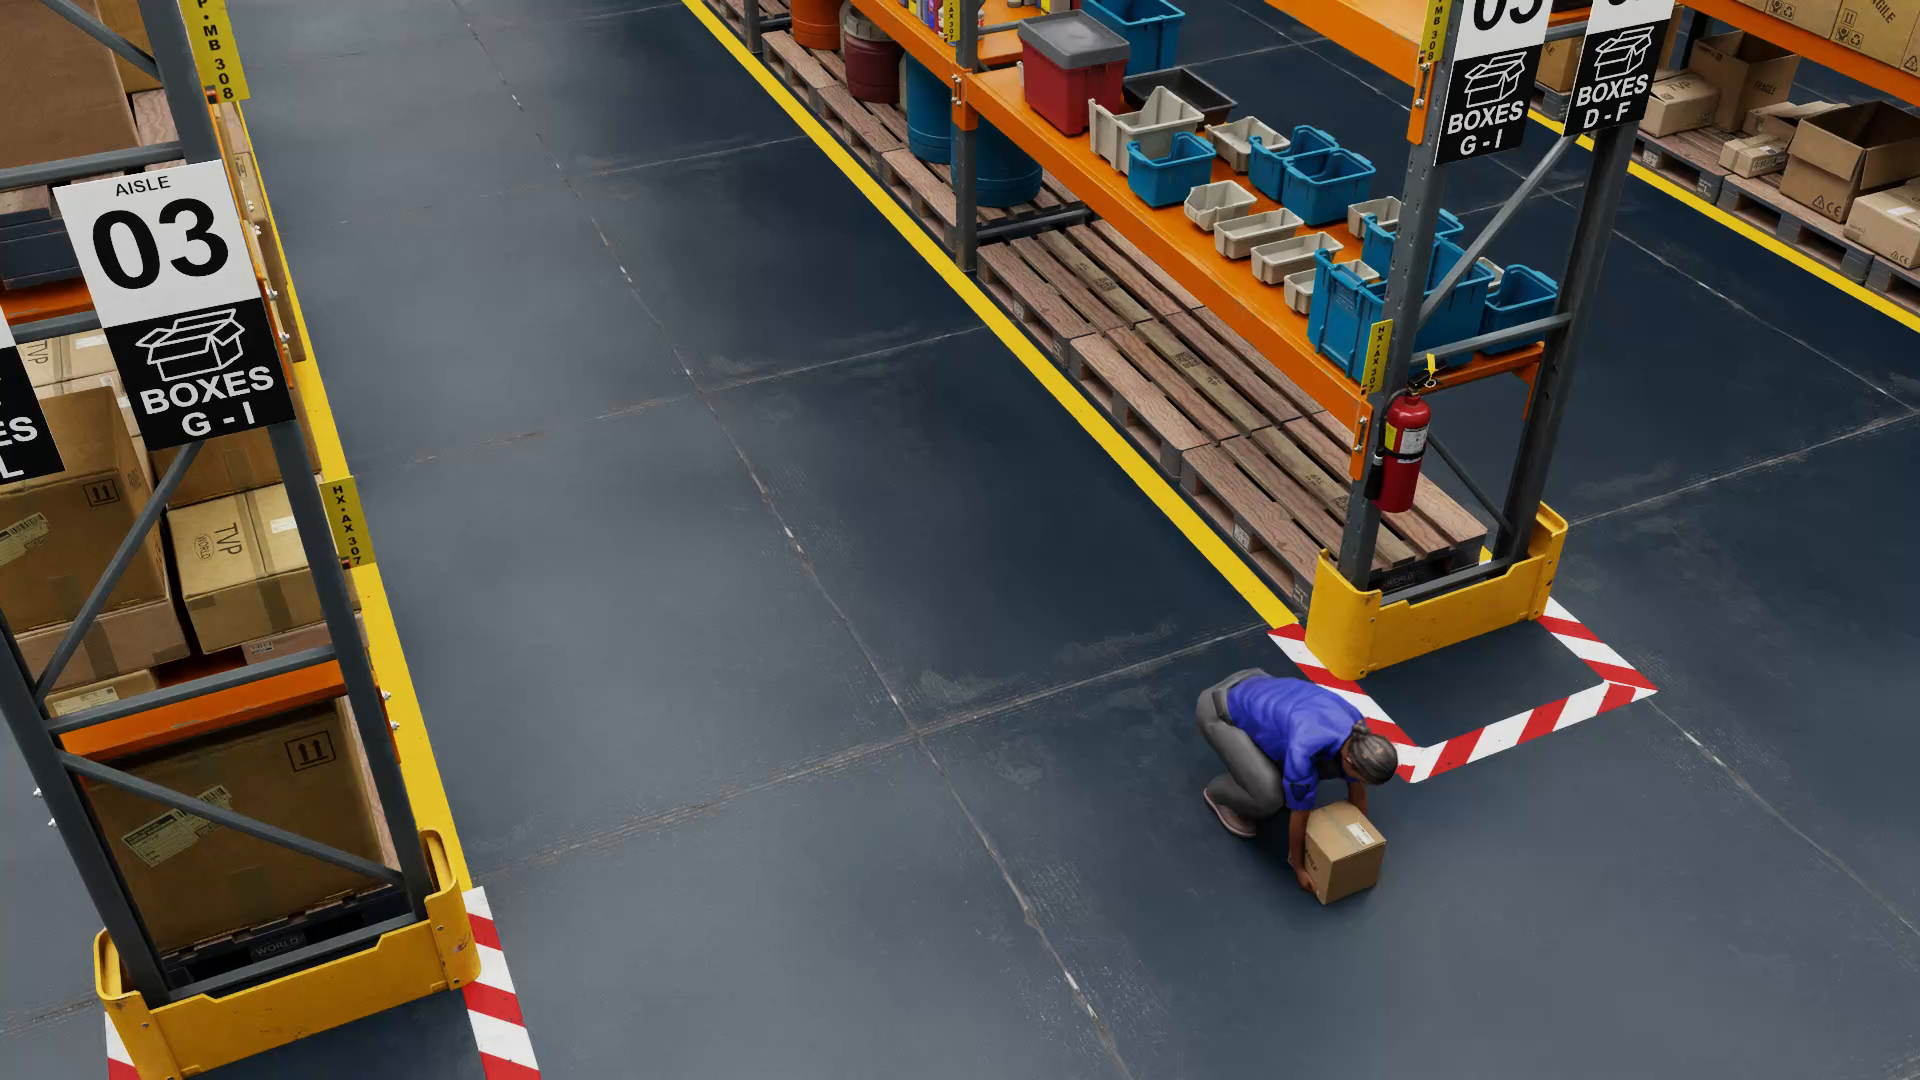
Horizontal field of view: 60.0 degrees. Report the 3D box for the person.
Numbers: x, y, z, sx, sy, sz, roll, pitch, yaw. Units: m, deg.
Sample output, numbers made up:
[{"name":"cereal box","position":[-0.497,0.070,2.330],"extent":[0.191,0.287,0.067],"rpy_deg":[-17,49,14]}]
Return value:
[{"name":"person","position":[1.299,0.868,6.494],"extent":[0.458,0.756,0.852],"rpy_deg":[-24,44,-28]}]
